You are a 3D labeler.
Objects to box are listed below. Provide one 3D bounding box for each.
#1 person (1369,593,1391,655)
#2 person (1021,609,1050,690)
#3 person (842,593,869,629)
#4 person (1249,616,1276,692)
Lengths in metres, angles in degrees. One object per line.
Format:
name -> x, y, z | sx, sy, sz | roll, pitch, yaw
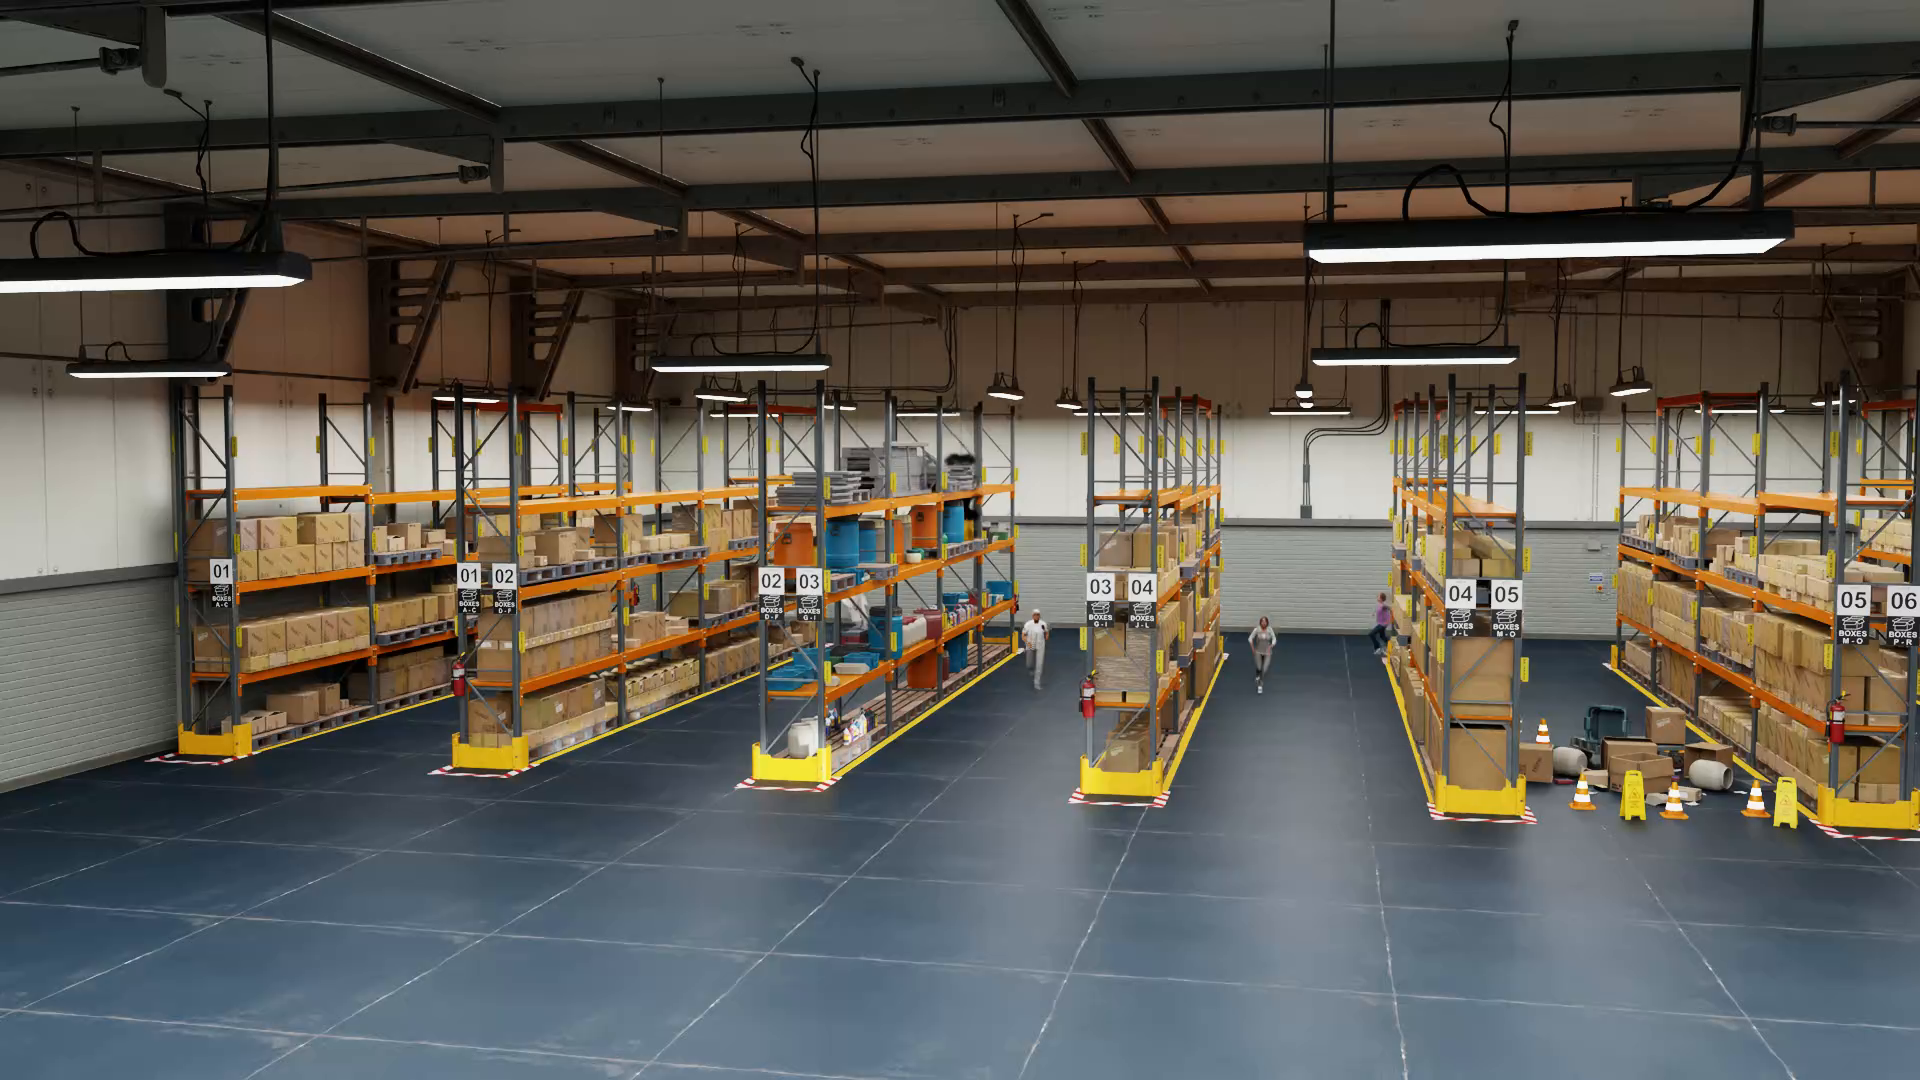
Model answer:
person -> 10.122, 2.022, 39.788 | 0.664, 1.548, 0.672 | 0, 3, -1
person -> 1.575, 2.270, 34.673 | 0.587, 1.661, 0.981 | 0, 3, 6
person -> -2.594, 1.814, 41.705 | 0.757, 1.758, 0.813 | -3, 4, -39
person -> 6.176, 2.334, 33.917 | 0.547, 1.557, 0.520 | 0, 3, 5
